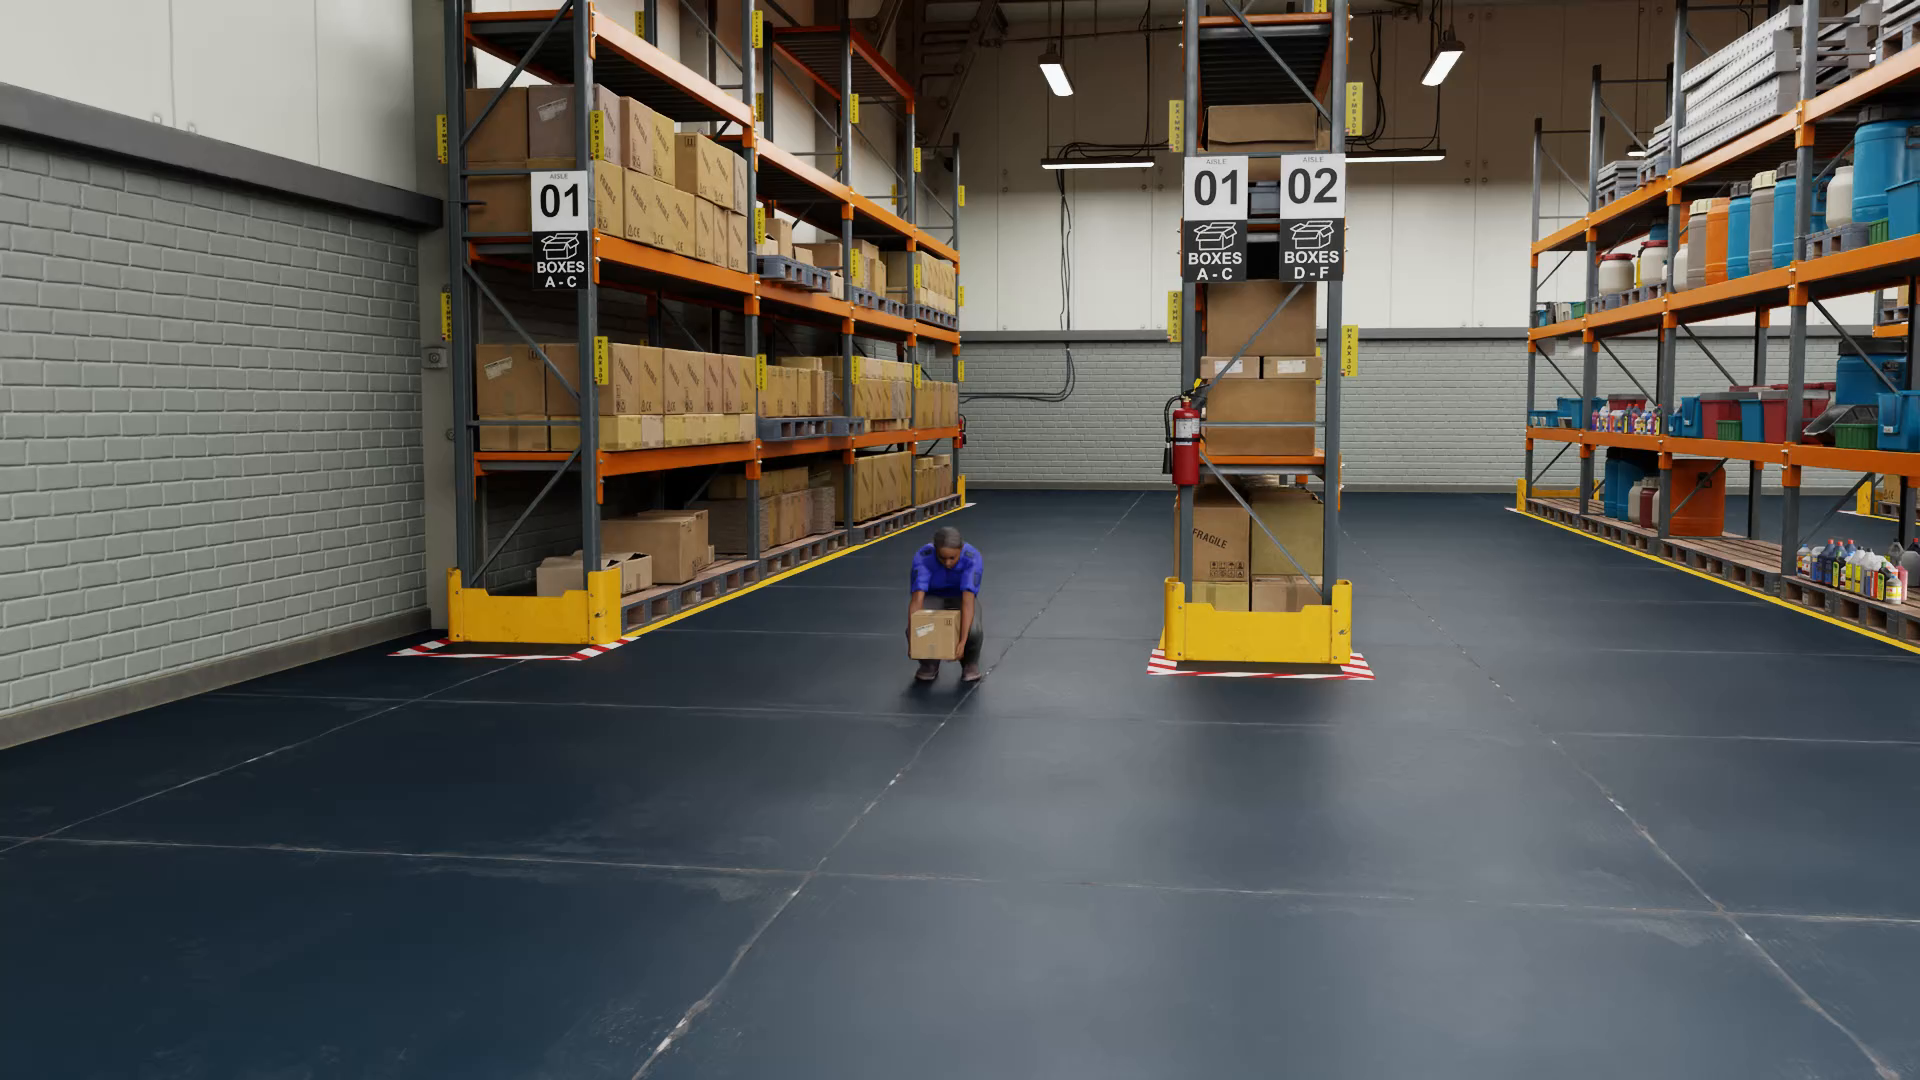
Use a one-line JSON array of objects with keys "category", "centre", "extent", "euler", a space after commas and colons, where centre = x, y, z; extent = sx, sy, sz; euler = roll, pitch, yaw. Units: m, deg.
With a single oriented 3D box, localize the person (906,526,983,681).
[{"category": "person", "centre": [-0.085, 0.374, 9.807], "extent": [0.460, 0.948, 0.841], "euler": [1, 5, 7]}]
